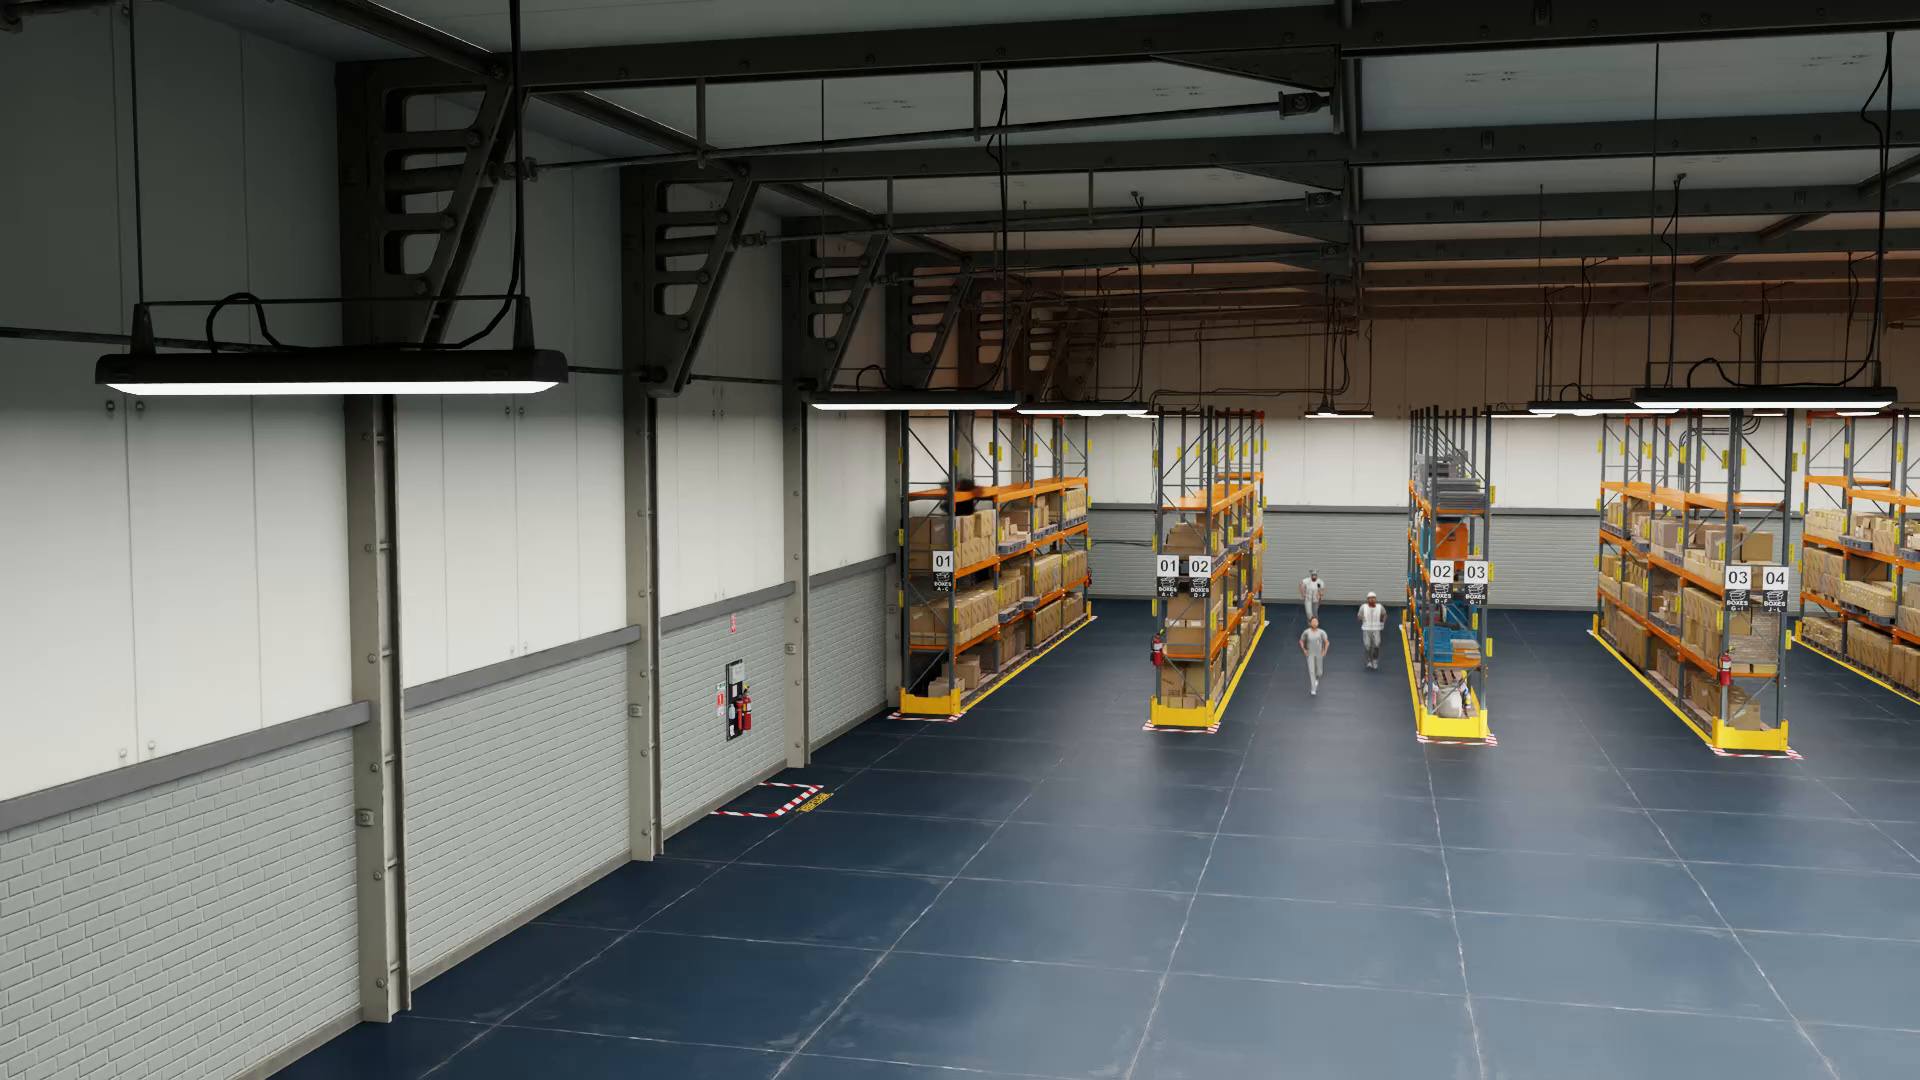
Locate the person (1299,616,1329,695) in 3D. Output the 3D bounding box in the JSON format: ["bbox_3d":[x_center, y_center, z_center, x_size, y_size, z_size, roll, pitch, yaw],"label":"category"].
[{"bbox_3d":[7.415,2.405,34.863,0.605,1.627,0.683,1,4,7],"label":"person"}]

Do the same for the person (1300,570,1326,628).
[{"bbox_3d":[9.502,1.644,44.834,0.688,1.758,1.041,1,4,8],"label":"person"}]

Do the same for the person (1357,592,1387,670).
[{"bbox_3d":[9.466,2.097,38.245,0.645,1.782,0.642,1,4,14],"label":"person"}]
